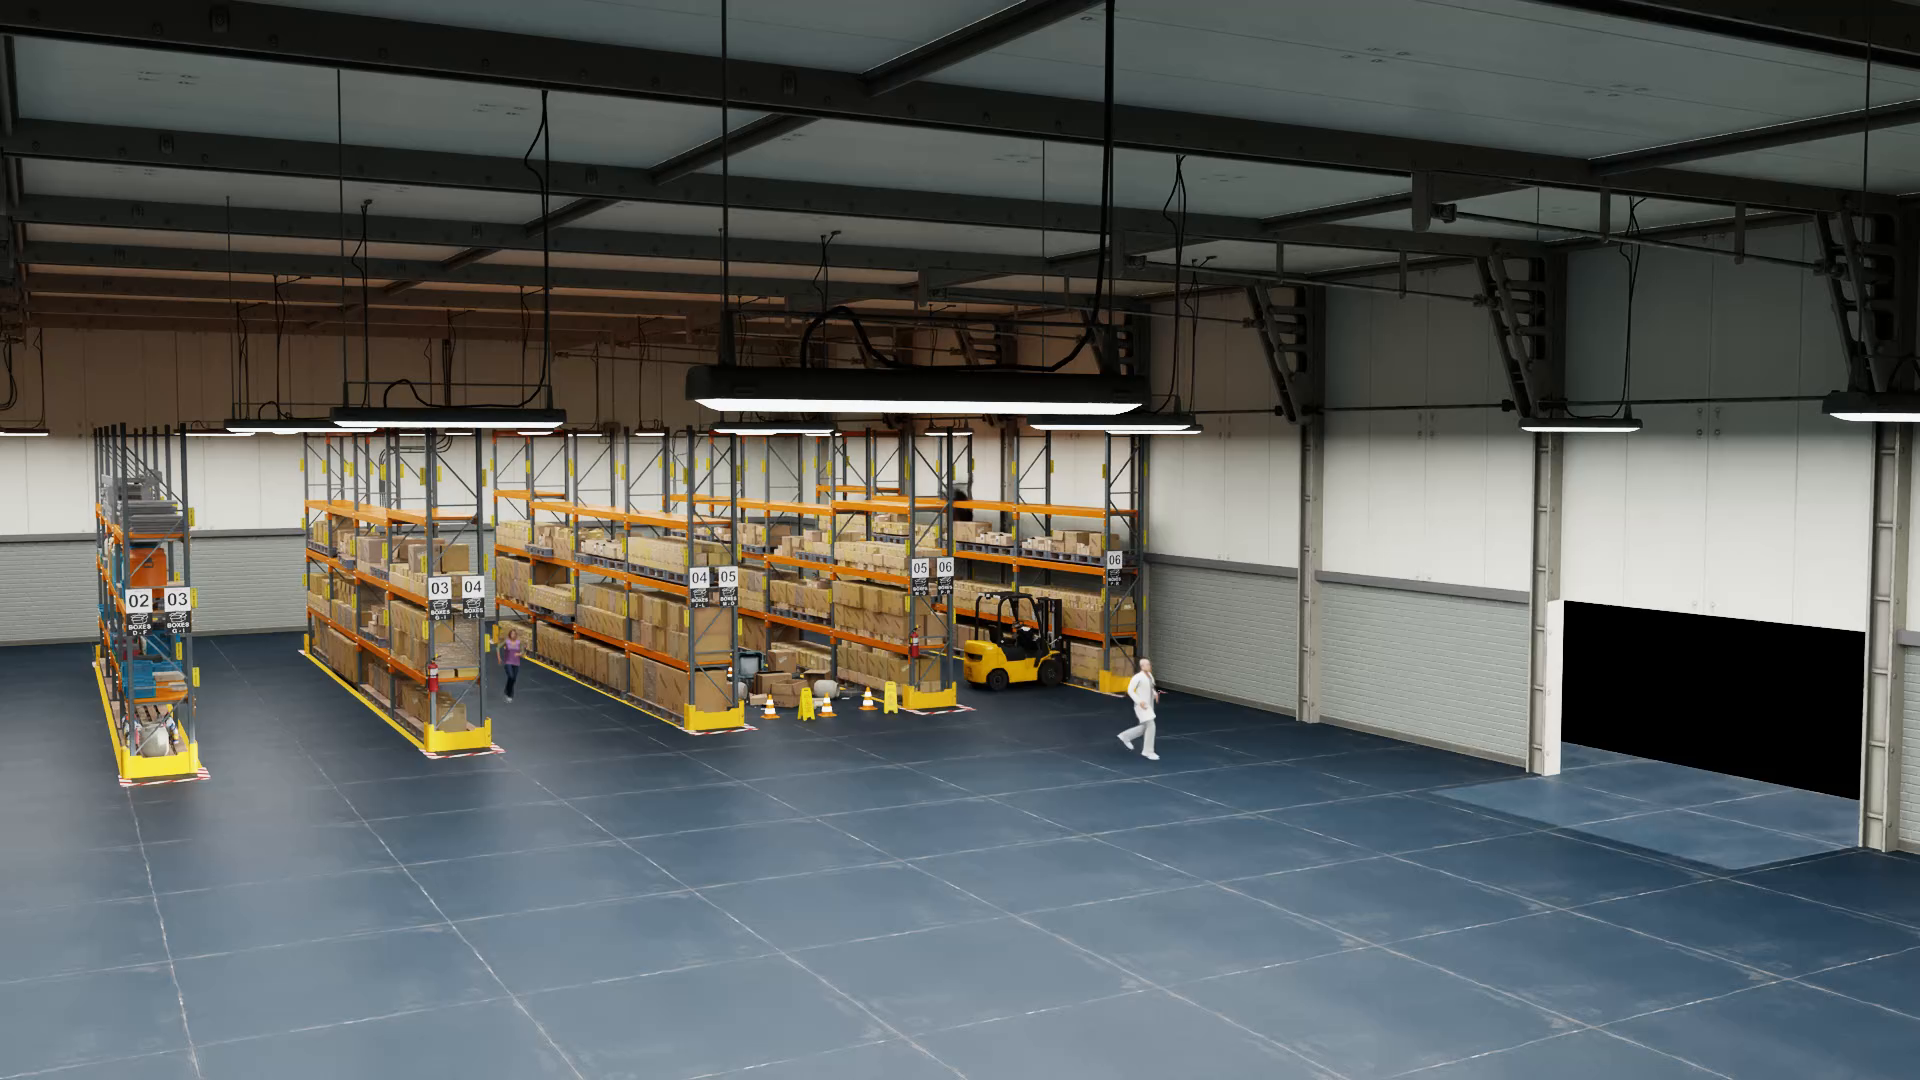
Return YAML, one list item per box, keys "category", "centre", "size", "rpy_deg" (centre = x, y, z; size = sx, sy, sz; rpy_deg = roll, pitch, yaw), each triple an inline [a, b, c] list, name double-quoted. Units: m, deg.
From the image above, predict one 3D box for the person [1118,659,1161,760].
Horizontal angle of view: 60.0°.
- category: "person"
  centre: [3.246, 3.032, 29.971]
  size: [0.853, 1.806, 0.733]
  rpy_deg: [2, 4, 32]

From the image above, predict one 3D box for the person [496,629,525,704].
- category: "person"
  centre: [-9.761, 2.743, 36.186]
  size: [0.532, 1.623, 0.636]
  rpy_deg: [-3, 4, -37]
